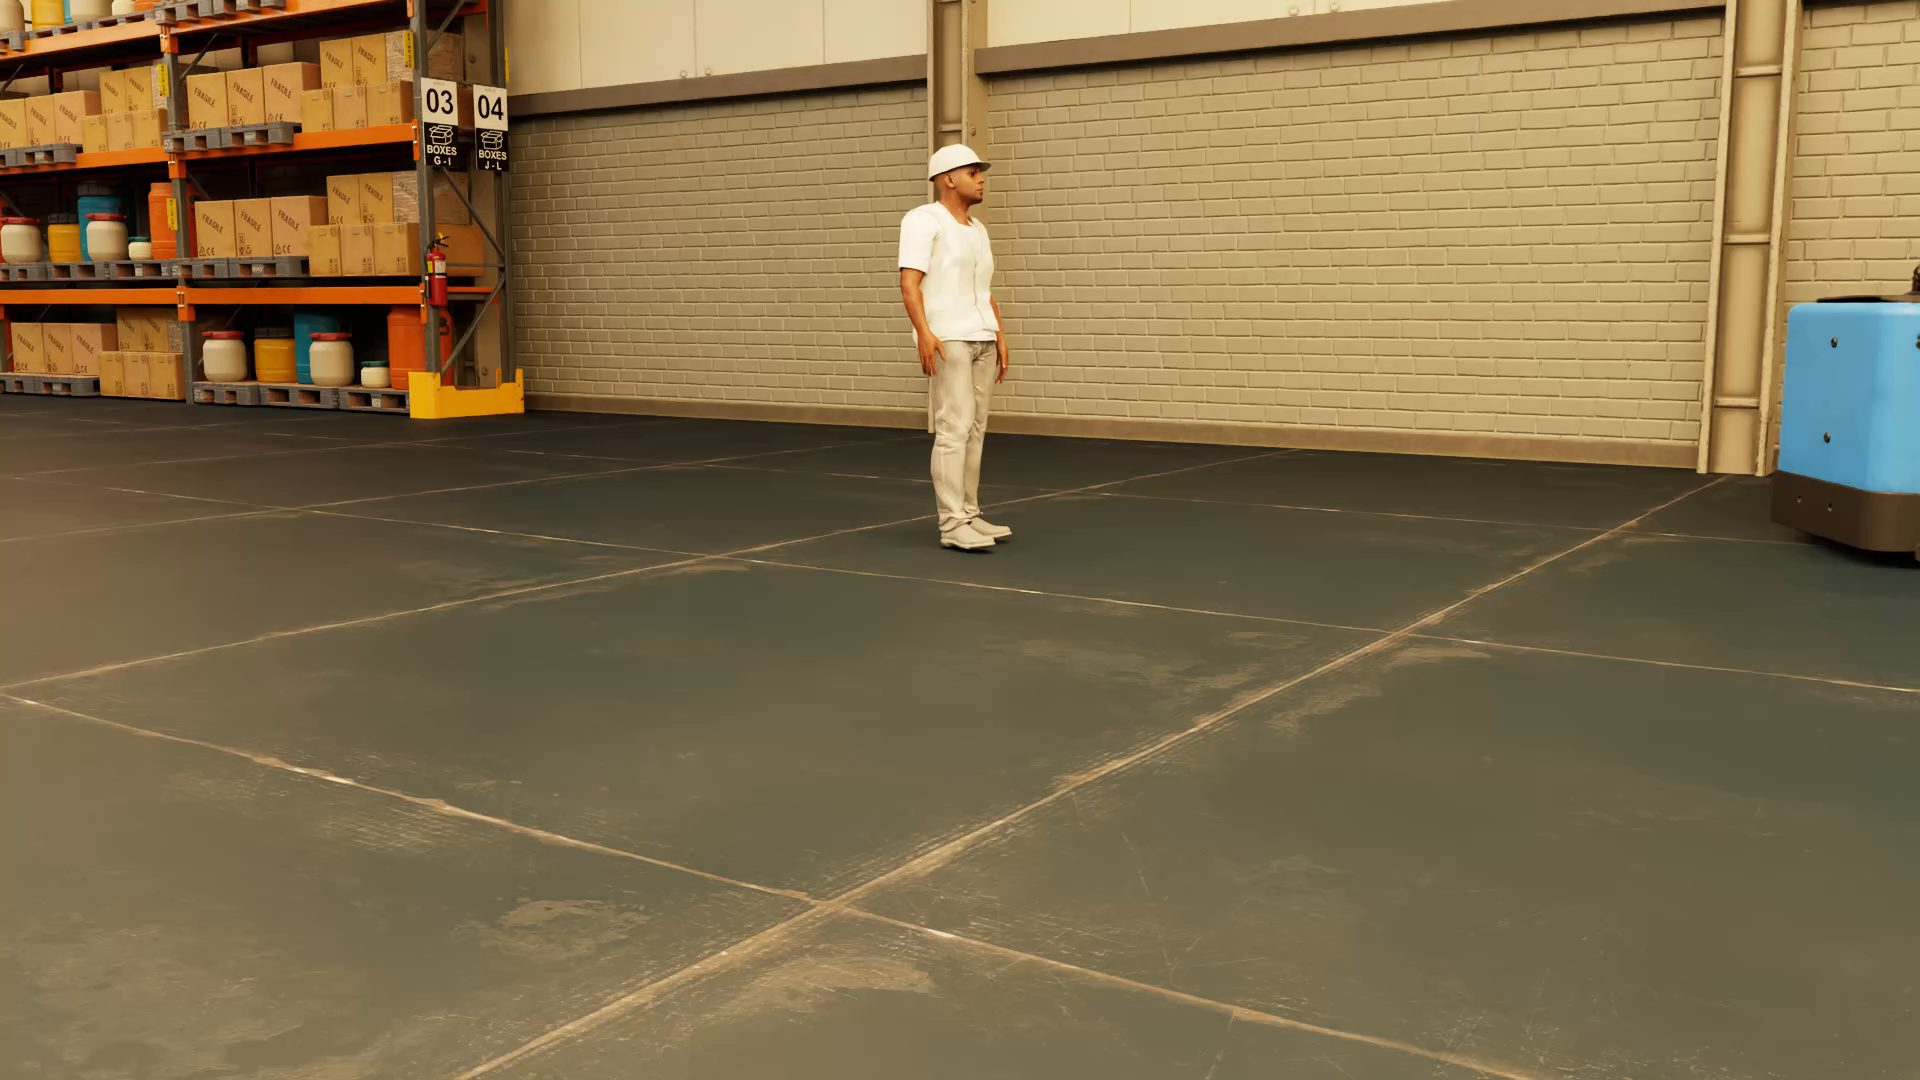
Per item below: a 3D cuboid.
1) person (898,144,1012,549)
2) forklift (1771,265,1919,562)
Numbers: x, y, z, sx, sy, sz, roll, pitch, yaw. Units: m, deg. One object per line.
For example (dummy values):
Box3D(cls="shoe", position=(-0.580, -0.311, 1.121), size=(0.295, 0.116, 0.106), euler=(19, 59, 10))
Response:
Box3D(cls="person", position=(0.055, -0.875, 7.435), size=(0.575, 1.768, 0.665), euler=(5, 10, 34))
Box3D(cls="forklift", position=(5.240, -1.392, 6.979), size=(3.031, 2.935, 1.130), euler=(1, 8, 4))
